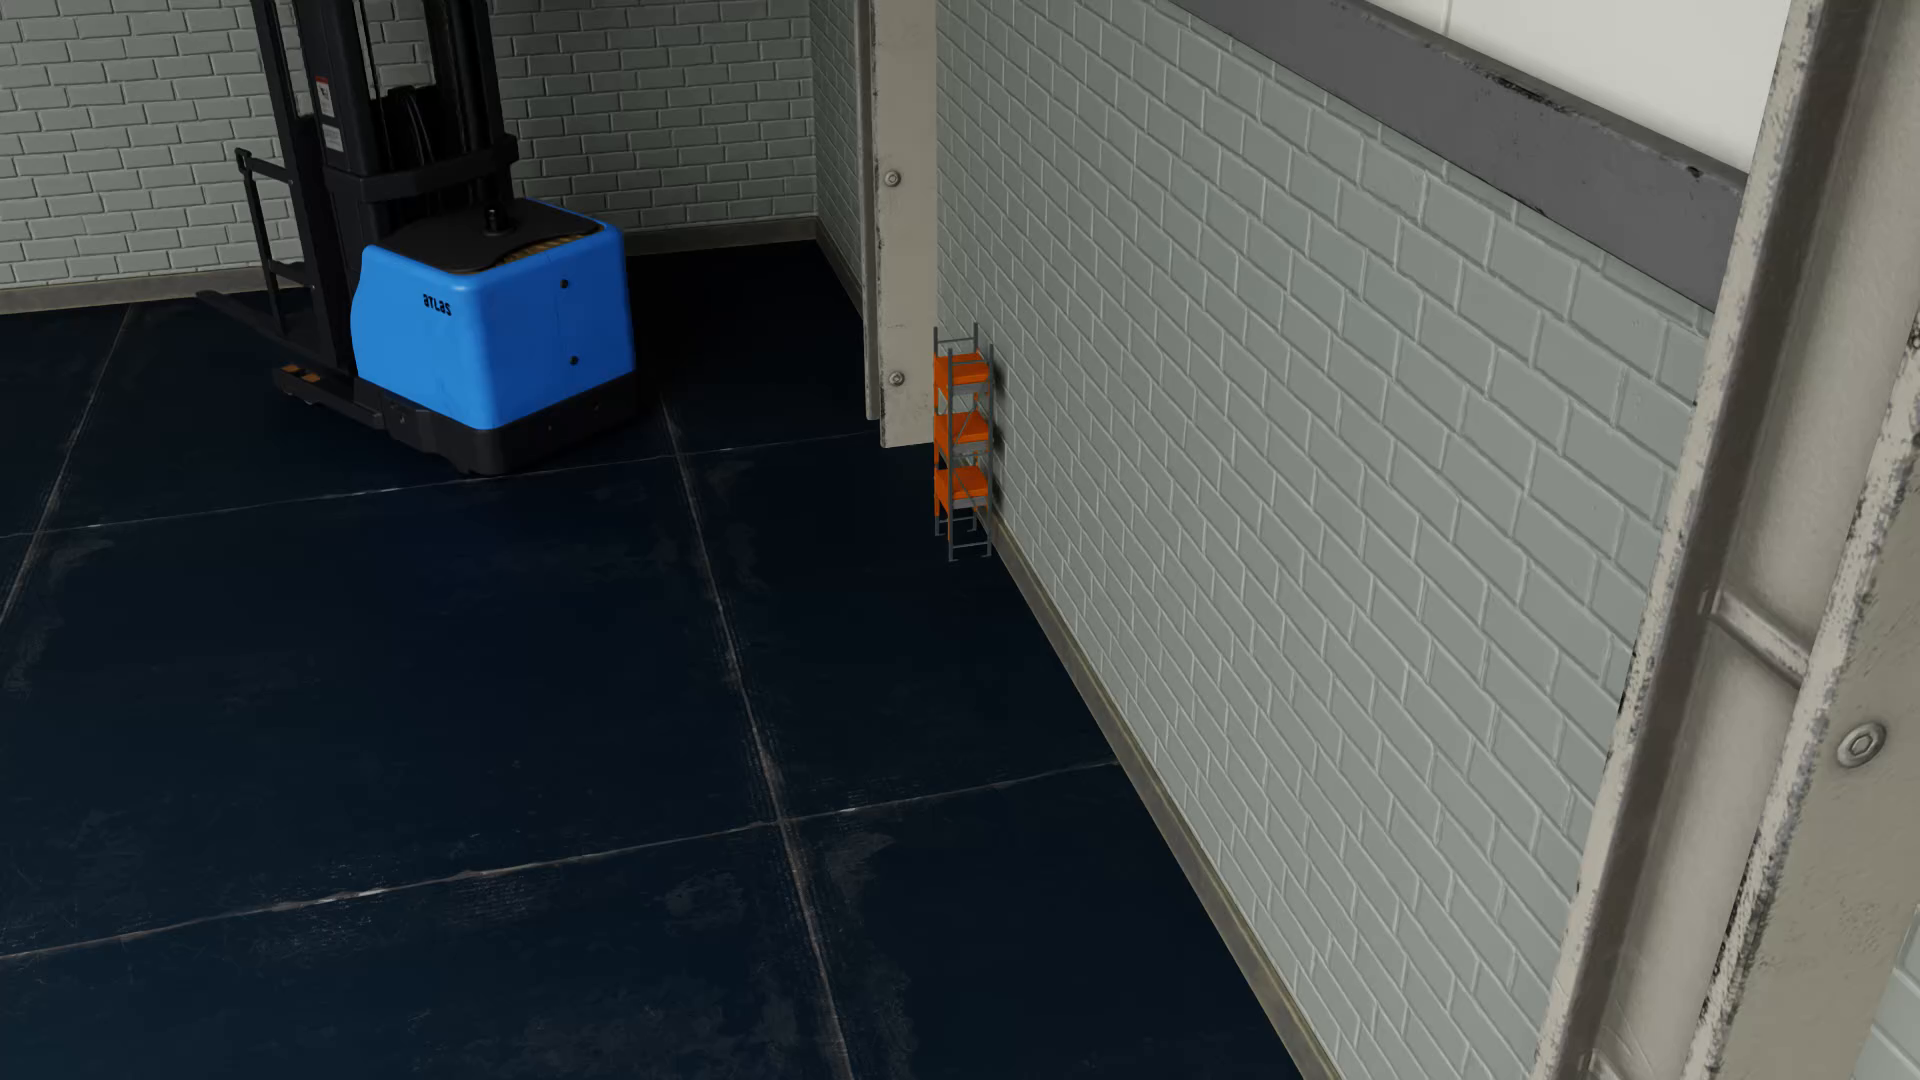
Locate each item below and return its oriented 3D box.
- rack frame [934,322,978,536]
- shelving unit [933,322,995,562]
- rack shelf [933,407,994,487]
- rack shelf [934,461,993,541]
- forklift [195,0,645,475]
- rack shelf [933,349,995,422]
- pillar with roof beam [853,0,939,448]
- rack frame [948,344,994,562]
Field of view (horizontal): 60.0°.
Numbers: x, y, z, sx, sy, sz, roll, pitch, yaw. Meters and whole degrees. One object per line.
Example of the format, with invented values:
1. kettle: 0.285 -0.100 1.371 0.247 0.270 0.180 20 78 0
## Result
1. rack frame: -0.018 -0.487 7.544 0.200 1.050 0.008 -8 31 -13
2. shelving unit: 0.014 -0.429 7.442 0.215 1.050 0.252 -8 31 -13
3. rack shelf: 0.014 -0.419 7.448 0.215 0.259 0.240 -8 31 -13
4. rack shelf: 0.014 -0.179 7.587 0.215 0.259 0.240 -8 31 -13
5. forklift: -3.134 -2.185 8.599 3.031 2.935 1.130 22 37 33
6. rack shelf: 0.014 -0.665 7.306 0.215 0.259 0.240 -8 31 -13
7. pillar with roof beam: -4.453 -3.912 5.526 9.100 9.000 0.400 -8 31 -13
8. rack frame: 0.047 -0.370 7.341 0.200 1.050 0.008 -8 31 -13
